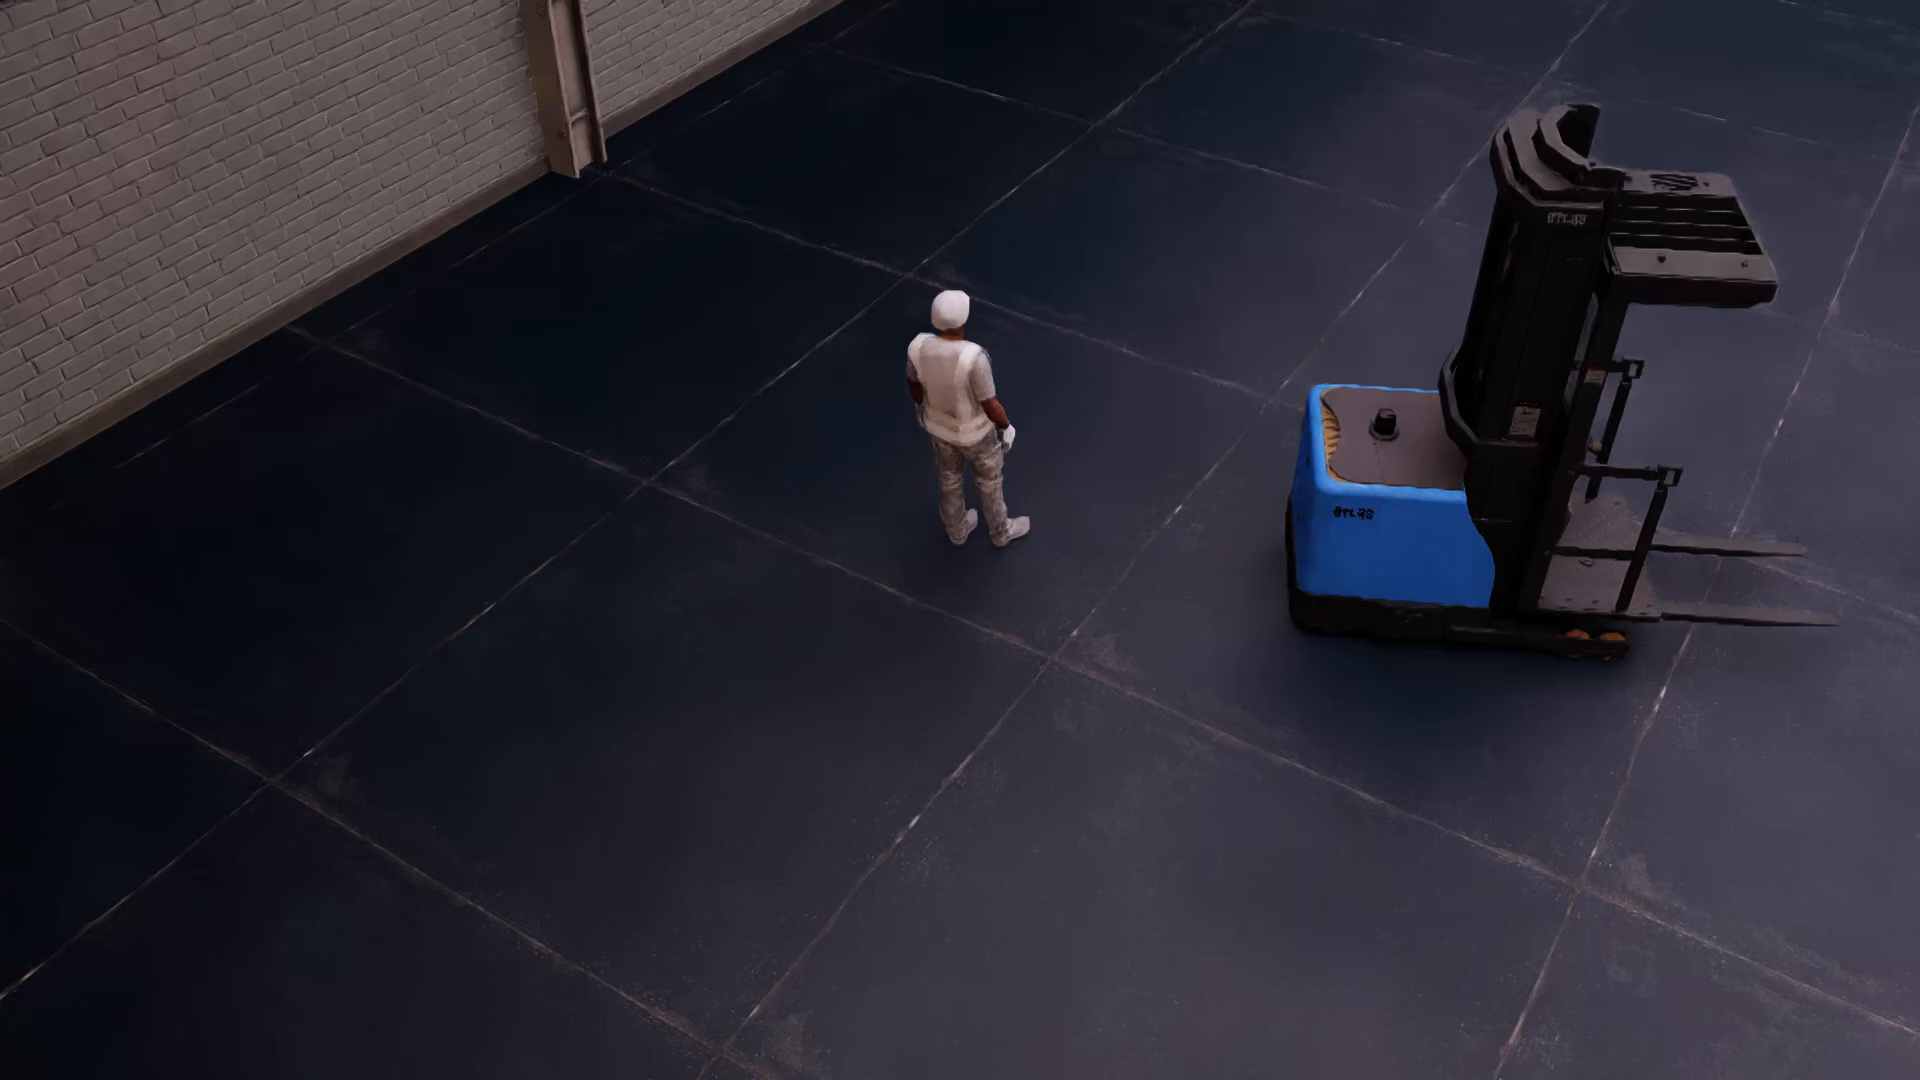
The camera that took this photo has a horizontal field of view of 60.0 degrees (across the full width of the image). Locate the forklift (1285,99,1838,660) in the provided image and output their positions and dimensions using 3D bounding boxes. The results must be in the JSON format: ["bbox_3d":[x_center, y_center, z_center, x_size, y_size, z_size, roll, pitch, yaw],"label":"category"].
[{"bbox_3d":[3.462,-0.801,8.912,3.031,2.935,1.130,4,40,5],"label":"forklift"}]

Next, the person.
[{"bbox_3d":[0.046,-0.722,9.696,0.654,1.782,0.576,22,45,24],"label":"person"}]
